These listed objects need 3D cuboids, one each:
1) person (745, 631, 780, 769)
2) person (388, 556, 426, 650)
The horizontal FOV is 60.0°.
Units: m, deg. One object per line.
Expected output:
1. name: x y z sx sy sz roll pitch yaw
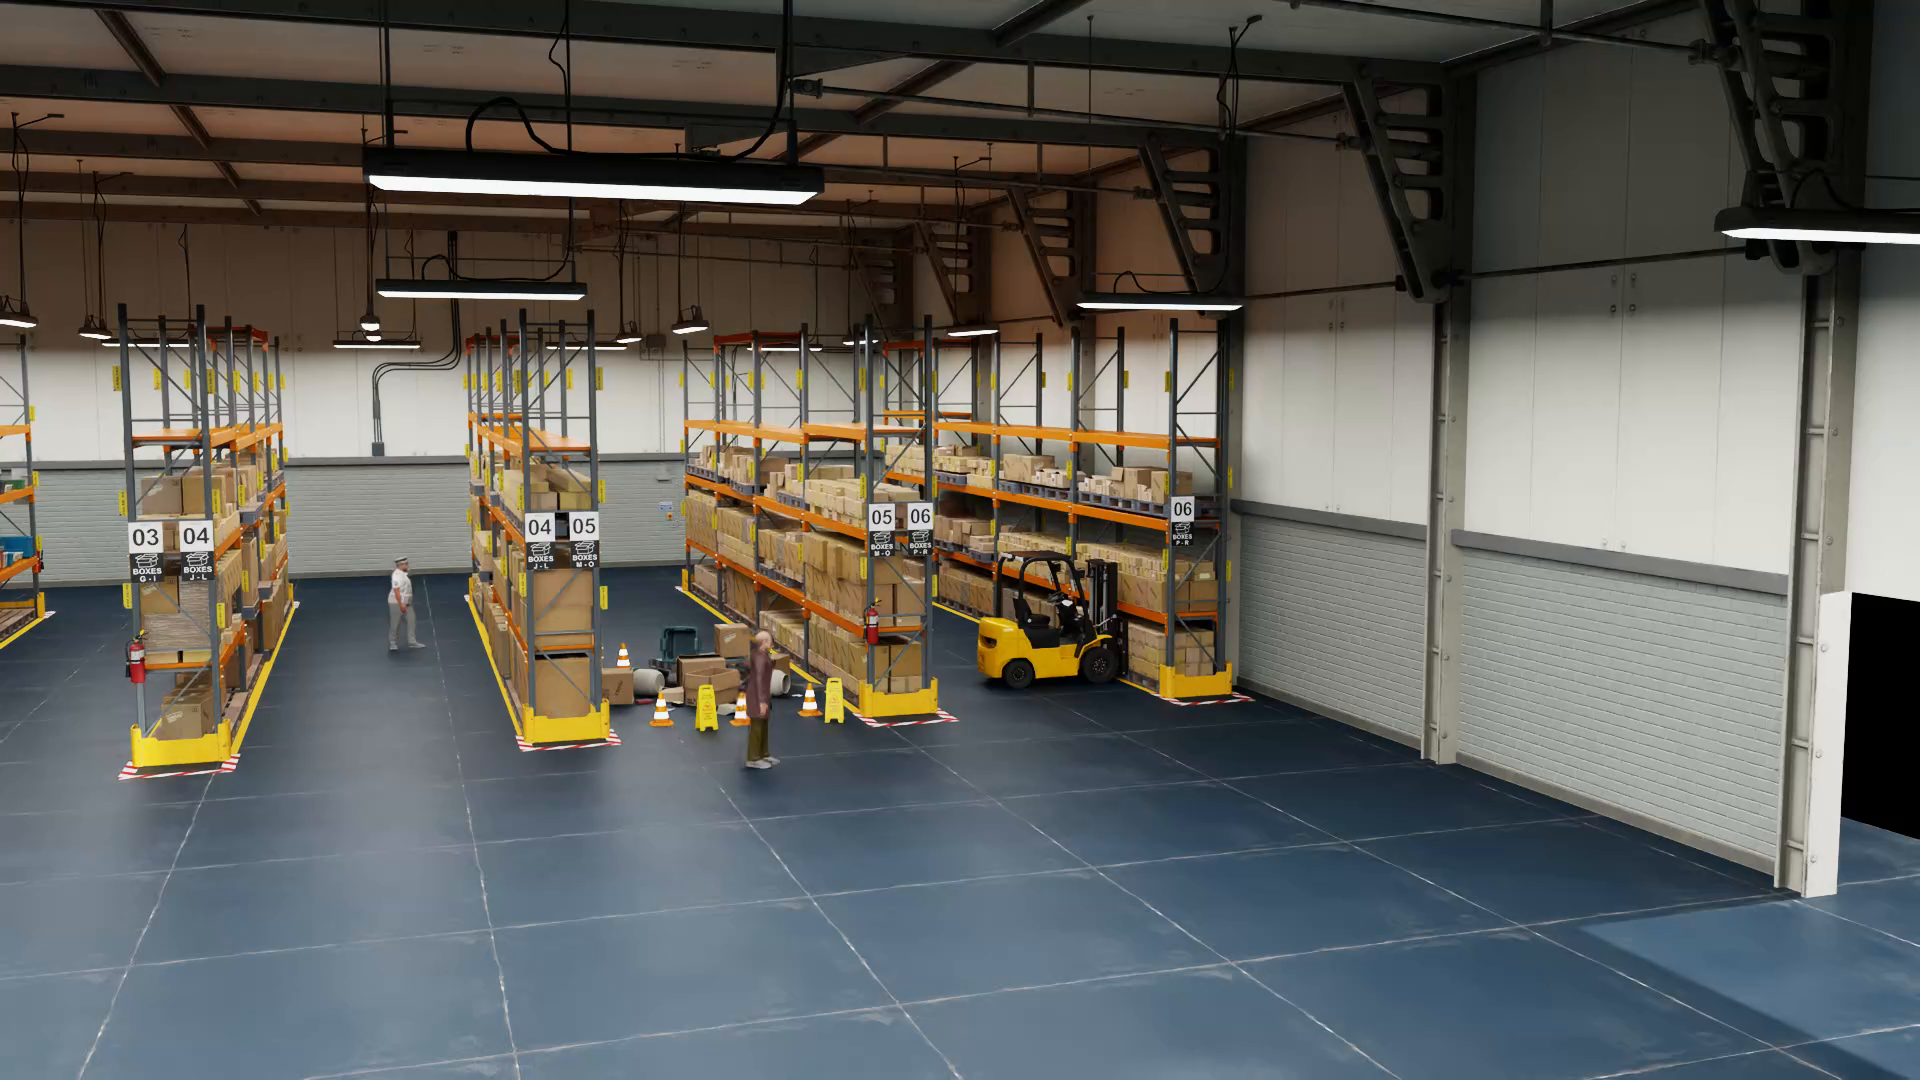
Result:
1. person: -2.568 2.071 21.628 0.446 1.792 0.609 -1 5 -7
2. person: -10.456 1.182 31.165 0.627 1.743 0.585 2 6 17
